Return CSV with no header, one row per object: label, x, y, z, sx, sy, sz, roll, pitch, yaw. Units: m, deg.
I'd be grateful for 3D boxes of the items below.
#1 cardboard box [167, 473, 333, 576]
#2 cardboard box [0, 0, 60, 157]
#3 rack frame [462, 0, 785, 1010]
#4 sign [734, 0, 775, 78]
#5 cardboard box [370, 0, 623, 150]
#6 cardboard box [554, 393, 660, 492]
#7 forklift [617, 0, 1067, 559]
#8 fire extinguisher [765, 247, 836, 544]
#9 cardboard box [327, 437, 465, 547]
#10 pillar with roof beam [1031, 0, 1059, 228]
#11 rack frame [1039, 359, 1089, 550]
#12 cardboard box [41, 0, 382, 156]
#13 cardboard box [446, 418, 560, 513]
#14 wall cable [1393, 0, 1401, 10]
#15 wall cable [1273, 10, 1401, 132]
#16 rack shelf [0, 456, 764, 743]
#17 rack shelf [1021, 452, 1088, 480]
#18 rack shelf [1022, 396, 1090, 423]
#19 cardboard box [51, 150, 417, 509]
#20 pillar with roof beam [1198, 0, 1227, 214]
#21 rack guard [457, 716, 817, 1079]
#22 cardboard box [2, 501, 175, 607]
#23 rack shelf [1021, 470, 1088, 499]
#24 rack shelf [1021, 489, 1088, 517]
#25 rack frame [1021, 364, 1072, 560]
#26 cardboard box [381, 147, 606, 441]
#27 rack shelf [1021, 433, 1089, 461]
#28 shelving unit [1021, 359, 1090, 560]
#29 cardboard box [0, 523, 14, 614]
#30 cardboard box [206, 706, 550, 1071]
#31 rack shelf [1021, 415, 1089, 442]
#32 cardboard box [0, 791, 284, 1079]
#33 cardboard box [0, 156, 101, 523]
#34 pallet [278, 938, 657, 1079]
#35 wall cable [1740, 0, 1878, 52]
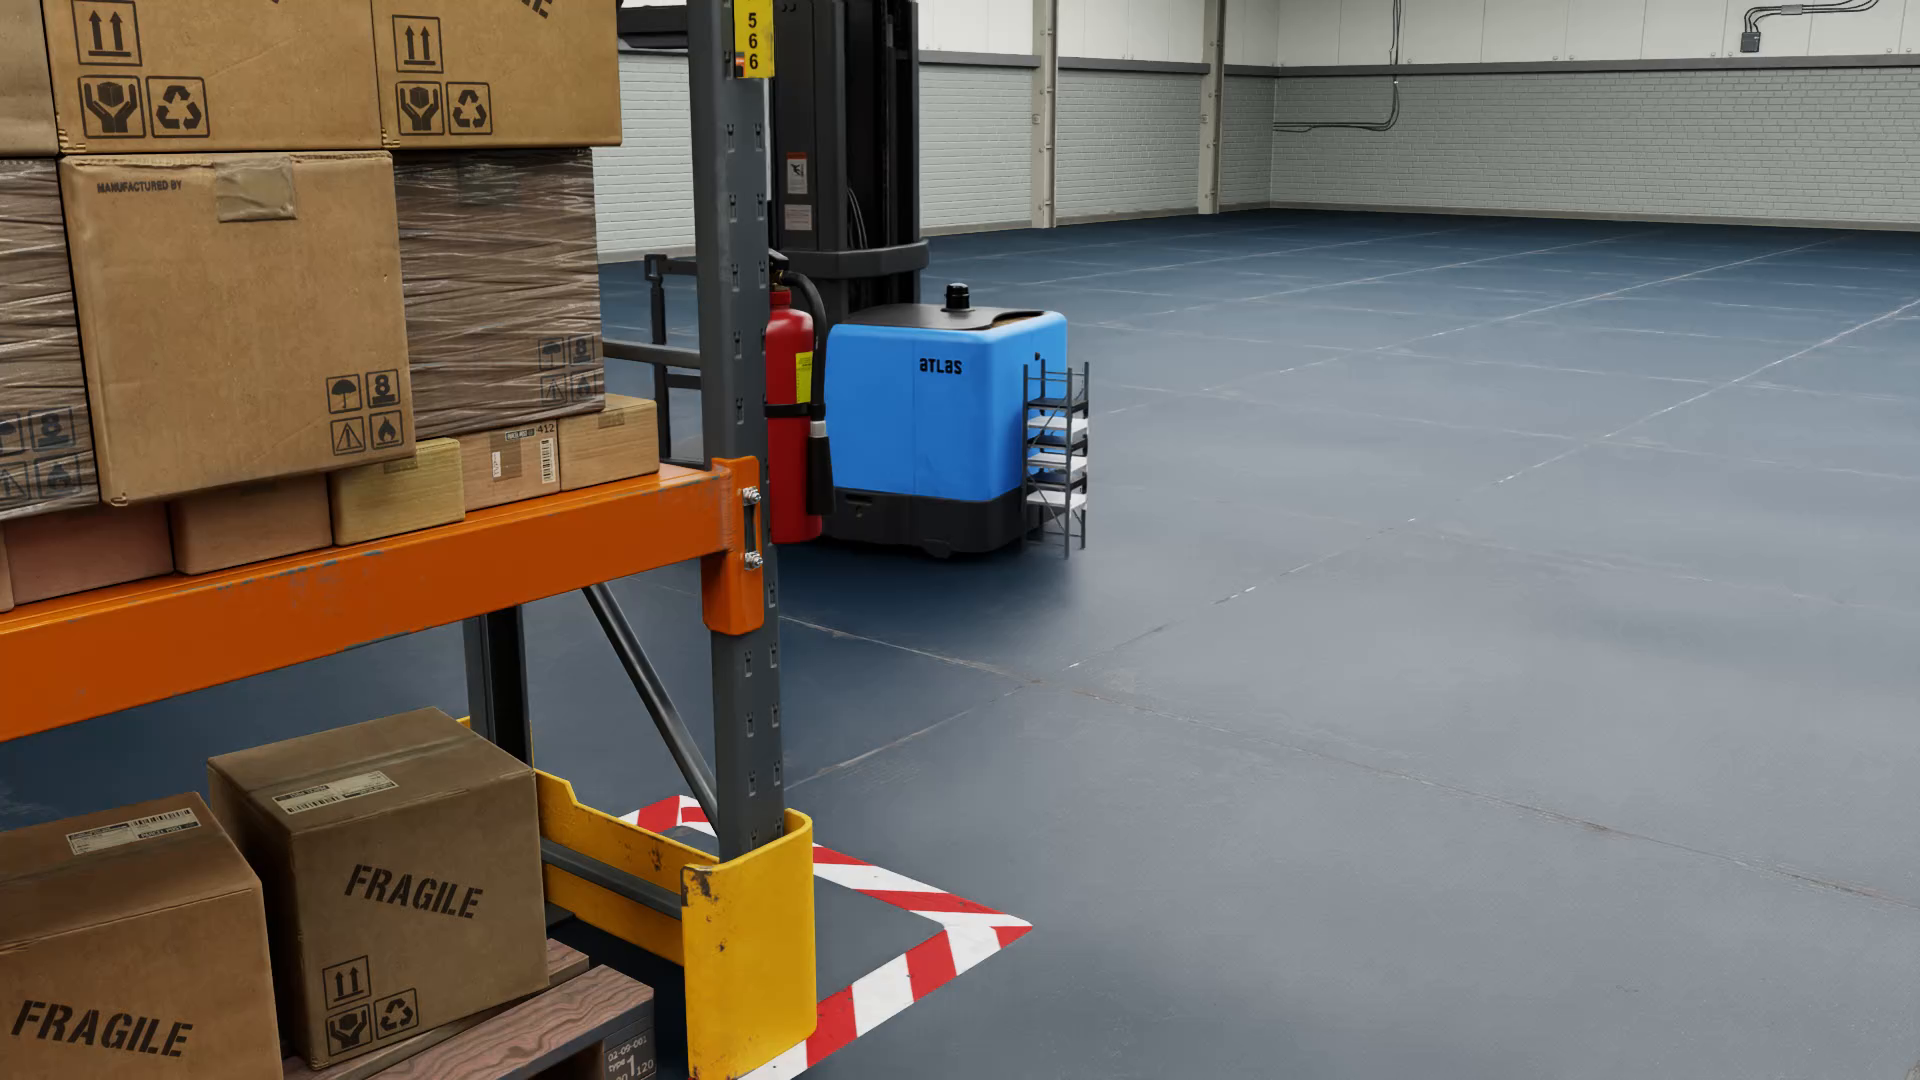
cardboard box,-1.276,-0.066,2.799,0.380,0.149,0.250,11,18,38
cardboard box,-1.593,-0.765,2.203,0.500,0.500,0.500,11,18,38
rack frame,-0.813,-0.423,3.696,1.000,3.000,0.127,11,18,38
sign,-0.394,-1.048,3.161,0.100,0.325,0.005,11,18,38
cardboard box,-0.967,-0.957,2.959,0.500,0.500,0.500,11,18,38
cardboard box,-0.832,-0.215,3.386,0.380,0.149,0.250,11,18,38
forklift,-1.014,-1.562,8.319,3.031,2.935,1.130,7,16,25
fire extinguisher,-0.383,-0.336,3.511,0.296,0.674,0.183,11,18,38
cardboard box,-1.107,-0.111,2.978,0.380,0.149,0.250,11,18,38
pillar with roof beam,4.910,-9.568,27.509,9.100,9.000,0.400,11,18,38
rack frame,0.489,-0.402,7.879,0.240,0.900,0.006,7,16,25
cardboard box,-1.277,-0.860,2.578,0.500,0.500,0.500,11,18,38
cardboard box,-0.989,-0.167,3.198,0.380,0.149,0.250,11,18,38
wall cable,10.317,-12.267,34.183,3.097,2.526,0.112,11,18,38
wall cable,8.212,-10.238,36.452,3.097,2.526,0.112,11,18,38
rack shelf,-2.070,0.309,2.277,1.077,0.370,4.000,11,18,38
rack shelf,0.445,-0.348,7.798,0.258,0.077,0.200,7,16,25
rack shelf,0.445,-0.609,7.732,0.258,0.077,0.200,7,16,25
cardboard box,-1.401,-0.400,2.799,0.875,0.500,0.500,11,18,38
pillar with roof beam,8.681,-10.717,32.032,9.100,9.000,0.400,11,18,38
rack guard,-0.861,0.803,3.946,1.175,0.500,0.348,11,18,38
cardboard box,-1.465,-0.024,2.636,0.380,0.149,0.250,11,18,38
rack shelf,0.445,-0.260,7.821,0.258,0.077,0.200,7,16,25
rack shelf,0.444,-0.173,7.843,0.258,0.077,0.200,7,16,25
rack frame,0.400,-0.357,7.702,0.240,0.900,0.006,7,16,25
cardboard box,-1.180,-0.515,3.249,0.875,0.500,0.500,11,18,38
rack shelf,0.445,-0.435,7.776,0.258,0.077,0.200,7,16,25
shelving unit,0.445,-0.380,7.790,0.258,0.900,0.210,7,16,25
cardboard box,-1.605,0.027,2.434,0.380,0.149,0.250,11,18,38
cardboard box,-1.219,0.702,3.491,0.500,0.500,0.500,-12,18,-39
rack shelf,0.445,-0.522,7.754,0.258,0.077,0.200,7,16,25
cardboard box,-1.568,0.822,3.020,0.500,0.500,0.500,-10,17,-35
cardboard box,-1.749,-0.311,2.448,0.875,0.500,0.500,11,18,38
pallet,-1.399,1.093,3.391,1.003,0.211,1.213,11,18,38
wall cable,15.586,-11.919,29.856,2.305,6.003,0.169,11,18,38
